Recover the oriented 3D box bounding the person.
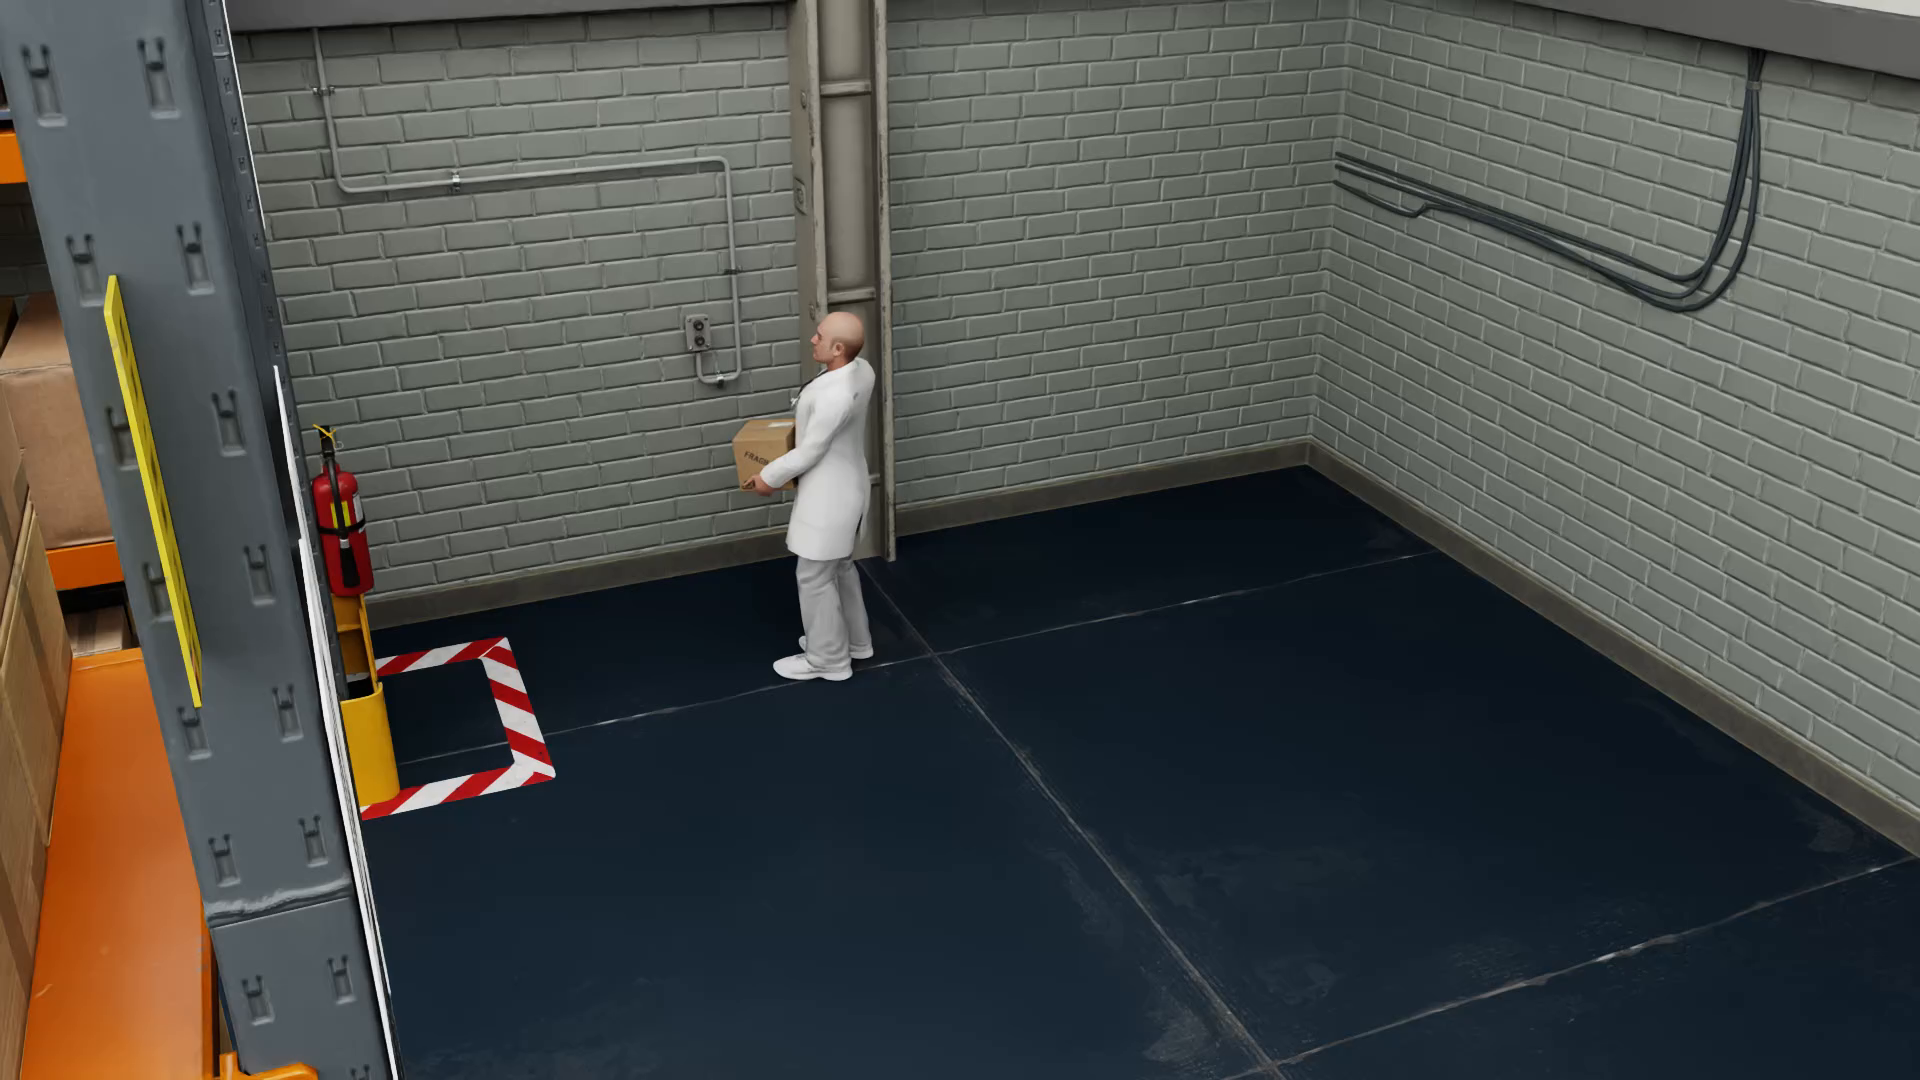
[{"bbox_3d":[-0.676,-0.199,7.551,0.555,1.769,0.530,5,26,9],"label":"person"}]
